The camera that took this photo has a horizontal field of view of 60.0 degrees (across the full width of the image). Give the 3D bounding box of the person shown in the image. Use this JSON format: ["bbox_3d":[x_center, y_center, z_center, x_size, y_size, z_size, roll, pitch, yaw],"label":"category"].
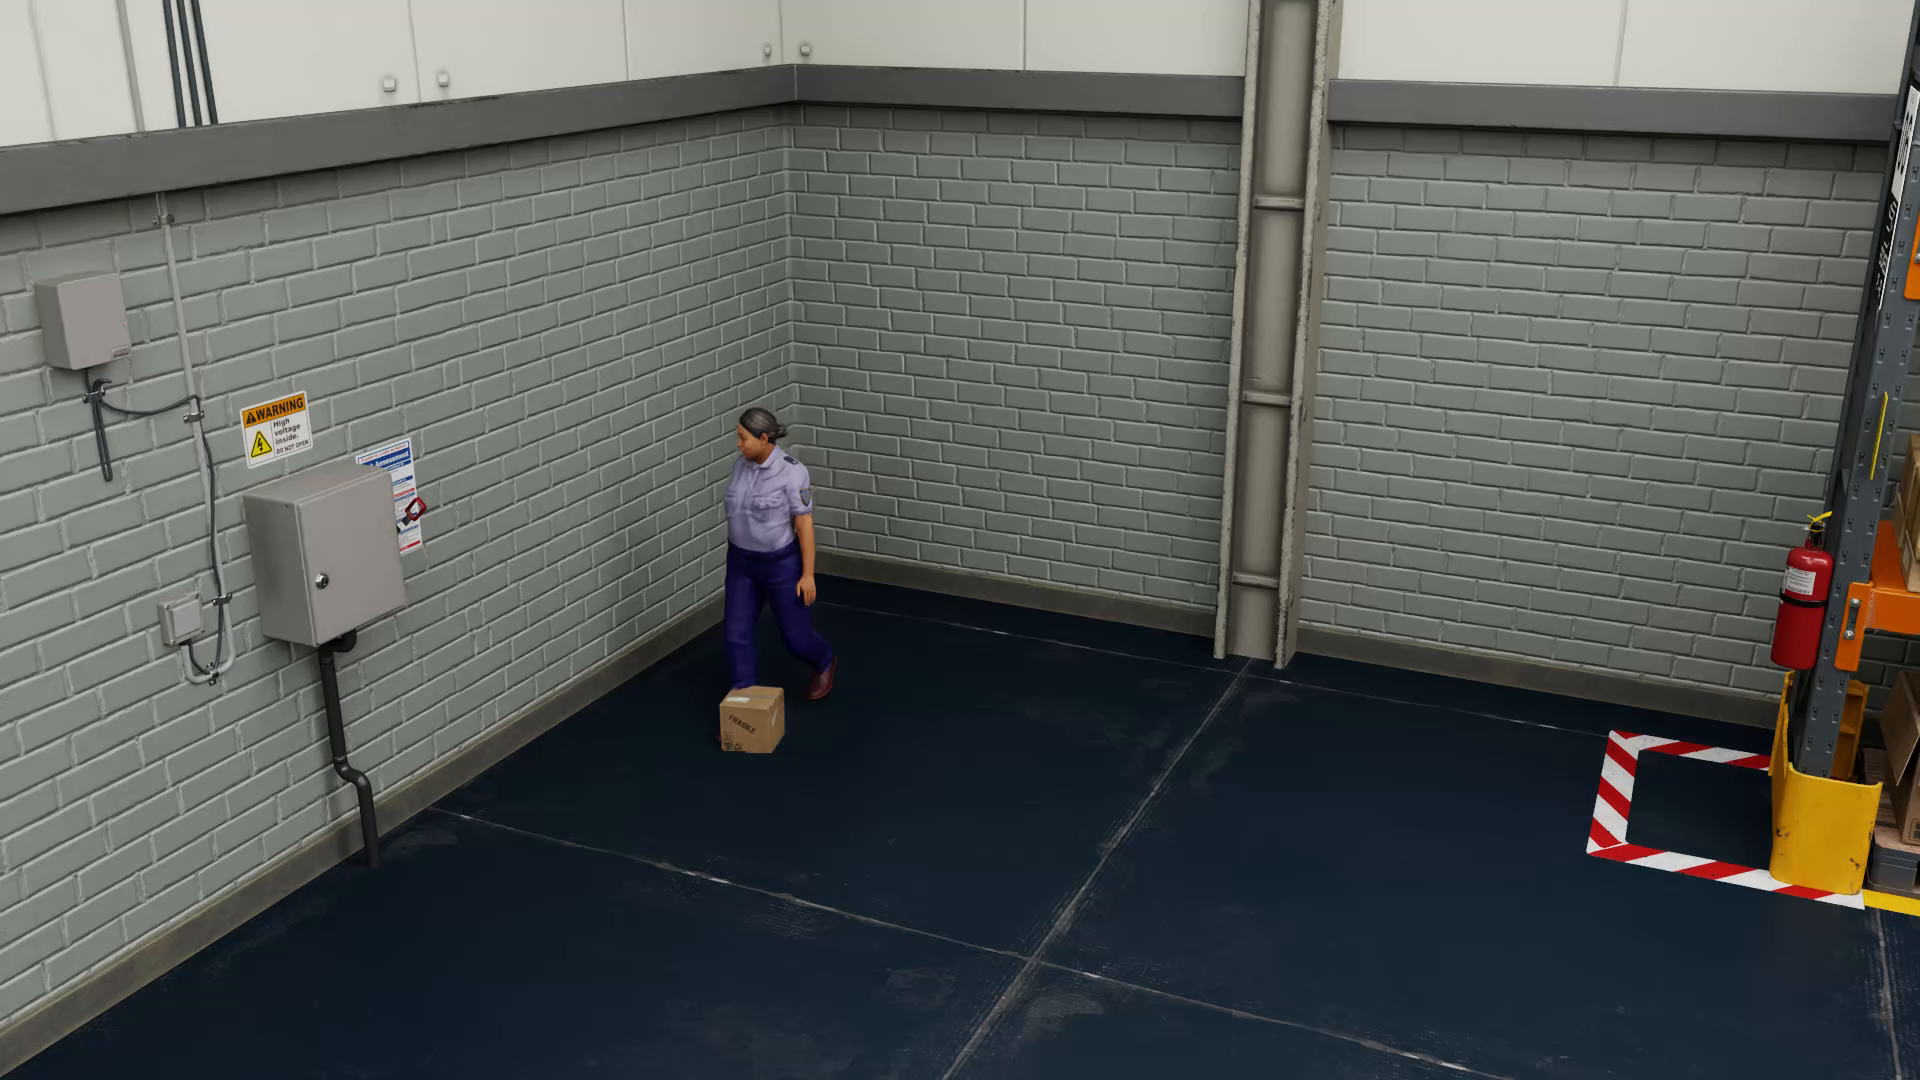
[{"bbox_3d":[-0.912,0.131,8.188,0.507,1.622,0.815,10,21,25],"label":"person"}]
